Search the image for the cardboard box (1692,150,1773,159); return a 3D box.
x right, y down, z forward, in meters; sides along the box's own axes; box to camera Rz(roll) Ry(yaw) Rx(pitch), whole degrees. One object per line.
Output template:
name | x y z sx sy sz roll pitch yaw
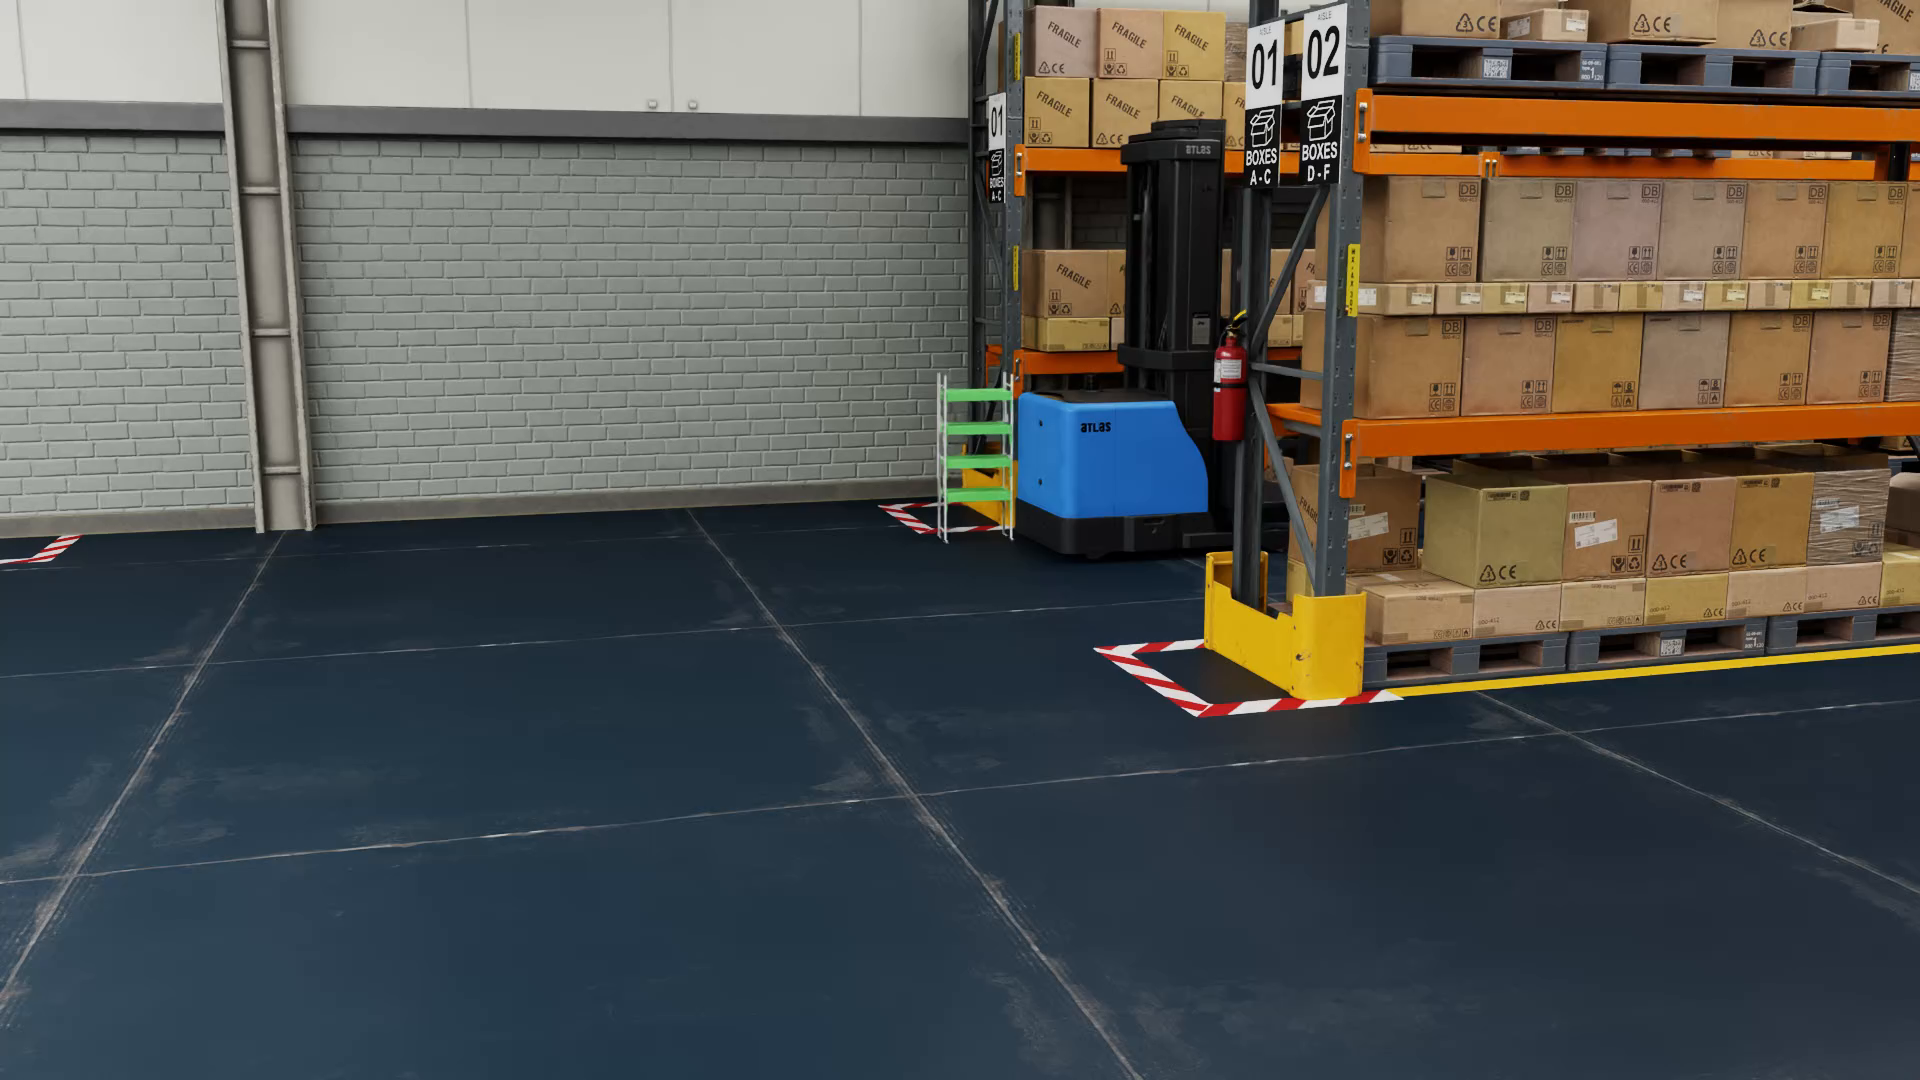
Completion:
cardboard box | 6.670 -3.573 14.544 0.637 0.503 0.797 -1 11 -8

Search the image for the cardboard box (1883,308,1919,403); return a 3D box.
cardboard box | 5.064 -1.049 9.182 0.500 0.500 0.700 -3 11 -17

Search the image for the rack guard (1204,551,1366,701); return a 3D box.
rack guard | 1.625 0.410 8.439 0.348 0.500 1.175 -3 11 -16

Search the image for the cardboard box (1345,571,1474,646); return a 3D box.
cardboard box | 2.225 0.337 8.368 0.500 0.250 0.500 -3 11 -16

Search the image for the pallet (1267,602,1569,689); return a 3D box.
pallet | 2.371 0.505 8.722 1.213 0.211 1.003 -3 11 -16

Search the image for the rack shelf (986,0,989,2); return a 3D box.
rack shelf | 2.180 -4.378 12.968 4.000 0.370 1.077 -3 11 -16

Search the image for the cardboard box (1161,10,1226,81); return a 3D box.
cardboard box | 1.682 -3.729 12.642 0.500 0.500 0.500 -3 11 -14

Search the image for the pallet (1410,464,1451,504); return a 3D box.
pallet | 3.465 -0.473 14.030 1.213 0.211 1.003 -3 11 -16

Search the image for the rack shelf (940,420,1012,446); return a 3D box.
rack shelf | 0.109 -0.771 11.948 0.480 0.148 0.258 -2 11 -12

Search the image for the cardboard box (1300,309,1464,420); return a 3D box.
cardboard box | 2.100 -0.891 8.327 0.500 0.500 0.700 -3 11 -16

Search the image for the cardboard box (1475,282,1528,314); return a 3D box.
cardboard box | 2.578 -1.198 8.199 0.250 0.149 0.380 -3 11 -16

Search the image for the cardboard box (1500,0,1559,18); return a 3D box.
cardboard box | 2.680 -2.602 8.477 0.500 0.250 0.500 -3 11 -16

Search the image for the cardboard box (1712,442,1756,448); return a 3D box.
cardboard box | 6.737 -1.022 15.003 0.500 0.500 0.700 -3 11 -16

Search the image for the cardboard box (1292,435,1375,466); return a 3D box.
cardboard box | 3.115 -0.812 13.859 0.500 0.500 0.500 -4 11 -20

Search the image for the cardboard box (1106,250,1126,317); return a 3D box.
cardboard box | 1.280 -1.982 12.814 0.500 0.500 0.500 -3 11 -16

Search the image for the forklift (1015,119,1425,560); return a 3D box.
forklift | 1.975 -1.442 11.785 3.031 2.935 1.130 -3 11 -17

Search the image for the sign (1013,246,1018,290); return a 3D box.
sign | 0.412 -2.013 12.306 0.005 0.325 0.100 -3 11 -16

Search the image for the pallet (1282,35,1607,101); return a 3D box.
pallet | 2.334 -2.284 8.126 1.213 0.211 1.003 -3 11 -16

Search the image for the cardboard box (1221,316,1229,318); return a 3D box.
cardboard box | 1.802 -1.641 13.033 0.500 0.250 0.500 -3 11 -17

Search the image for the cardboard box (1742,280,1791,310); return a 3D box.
cardboard box | 4.068 -1.276 8.627 0.250 0.149 0.380 -3 11 -14

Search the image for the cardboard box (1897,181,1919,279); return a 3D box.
cardboard box | 5.064 -1.687 9.065 0.500 0.500 0.700 -3 11 -16

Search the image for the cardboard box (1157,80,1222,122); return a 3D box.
cardboard box | 1.674 -3.237 12.730 0.500 0.500 0.500 -2 11 -13

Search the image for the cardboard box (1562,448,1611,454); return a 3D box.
cardboard box | 5.285 -0.946 14.590 0.500 0.500 0.700 -3 11 -17

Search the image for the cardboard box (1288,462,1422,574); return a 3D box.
cardboard box | 2.080 -0.123 8.791 0.500 0.500 0.500 -3 11 -16

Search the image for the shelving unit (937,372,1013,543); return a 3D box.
shelving unit | 0.109 -0.598 11.980 0.503 1.200 0.258 -2 11 -12

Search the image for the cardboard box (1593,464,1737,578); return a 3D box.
cardboard box | 3.666 -0.108 8.710 0.500 0.500 0.500 -3 11 -16

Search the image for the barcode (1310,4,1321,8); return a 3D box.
barcode | 1.803 -2.681 8.434 0.075 0.075 0.001 -3 11 -16

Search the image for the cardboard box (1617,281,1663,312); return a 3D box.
cardboard box | 3.321 -1.237 8.412 0.250 0.149 0.380 -3 11 -17

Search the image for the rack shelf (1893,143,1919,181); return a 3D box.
rack shelf | 7.409 -2.246 9.663 4.000 0.370 1.077 -3 11 -16

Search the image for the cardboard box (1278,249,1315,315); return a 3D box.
cardboard box | 2.769 -2.061 13.247 0.500 0.500 0.500 -3 11 -18

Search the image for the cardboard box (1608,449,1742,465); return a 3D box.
cardboard box | 3.996 -0.227 9.355 0.500 0.500 0.500 -3 11 -16

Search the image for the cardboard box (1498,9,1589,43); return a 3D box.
cardboard box | 2.827 -2.477 8.077 0.250 0.149 0.380 -3 11 -16

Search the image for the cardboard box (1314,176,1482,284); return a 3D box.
cardboard box | 2.151 -1.532 8.224 0.500 0.500 0.700 -3 11 -16

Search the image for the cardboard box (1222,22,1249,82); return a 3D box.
cardboard box | 2.086 -3.850 13.295 0.500 0.500 0.500 -3 11 -16

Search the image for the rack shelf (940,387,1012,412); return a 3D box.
rack shelf | 0.109 -1.007 11.905 0.480 0.148 0.258 -2 11 -12

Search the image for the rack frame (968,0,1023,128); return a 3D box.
rack frame | 0.260 -4.632 12.353 0.127 3.000 1.000 -3 11 -16

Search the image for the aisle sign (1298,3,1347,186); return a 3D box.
aisle sign | 1.670 -2.043 7.677 0.004 0.787 0.394 -3 11 -16

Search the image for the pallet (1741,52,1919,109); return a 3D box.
pallet | 4.677 -2.407 8.797 1.213 0.211 1.003 -3 11 -16

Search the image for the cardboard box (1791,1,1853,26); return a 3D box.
cardboard box | 4.413 -2.723 8.967 0.500 0.311 0.500 -4 11 -19

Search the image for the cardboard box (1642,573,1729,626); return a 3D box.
cardboard box | 3.666 0.261 8.779 0.500 0.250 0.500 -3 11 -16

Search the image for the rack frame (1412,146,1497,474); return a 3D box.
rack frame | 4.100 -1.884 13.996 0.127 3.000 1.000 -3 11 -16

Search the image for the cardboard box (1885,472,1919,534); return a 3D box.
cardboard box | 5.797 -0.224 9.861 0.500 0.311 0.500 -3 11 -16

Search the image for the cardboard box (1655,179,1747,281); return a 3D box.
cardboard box | 3.619 -1.611 8.651 0.500 0.500 0.700 -3 11 -16

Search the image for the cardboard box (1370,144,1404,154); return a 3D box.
cardboard box | 3.195 -3.326 13.214 0.500 0.500 0.500 -4 11 -21

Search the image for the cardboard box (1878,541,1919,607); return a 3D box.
cardboard box | 5.104 0.184 9.196 0.500 0.250 0.500 -3 11 -16

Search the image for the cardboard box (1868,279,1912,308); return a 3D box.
cardboard box | 4.799 -1.314 8.834 0.250 0.149 0.380 -3 11 -18

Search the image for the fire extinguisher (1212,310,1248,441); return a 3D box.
fire extinguisher | 1.405 -0.857 8.633 0.183 0.674 0.296 -3 11 -16

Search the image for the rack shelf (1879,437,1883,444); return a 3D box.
rack shelf | 7.409 -0.771 9.934 4.000 0.370 1.077 -3 11 -16

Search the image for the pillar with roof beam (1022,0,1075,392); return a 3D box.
pillar with roof beam | 1.893 -4.070 9.297 0.400 9.000 9.100 -3 11 -16

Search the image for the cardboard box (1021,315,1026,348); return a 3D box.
cardboard box | 0.654 -1.675 13.220 0.500 0.250 0.500 -3 11 -15

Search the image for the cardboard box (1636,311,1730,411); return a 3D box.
cardboard box | 3.585 -0.970 8.755 0.500 0.500 0.700 -3 11 -14
